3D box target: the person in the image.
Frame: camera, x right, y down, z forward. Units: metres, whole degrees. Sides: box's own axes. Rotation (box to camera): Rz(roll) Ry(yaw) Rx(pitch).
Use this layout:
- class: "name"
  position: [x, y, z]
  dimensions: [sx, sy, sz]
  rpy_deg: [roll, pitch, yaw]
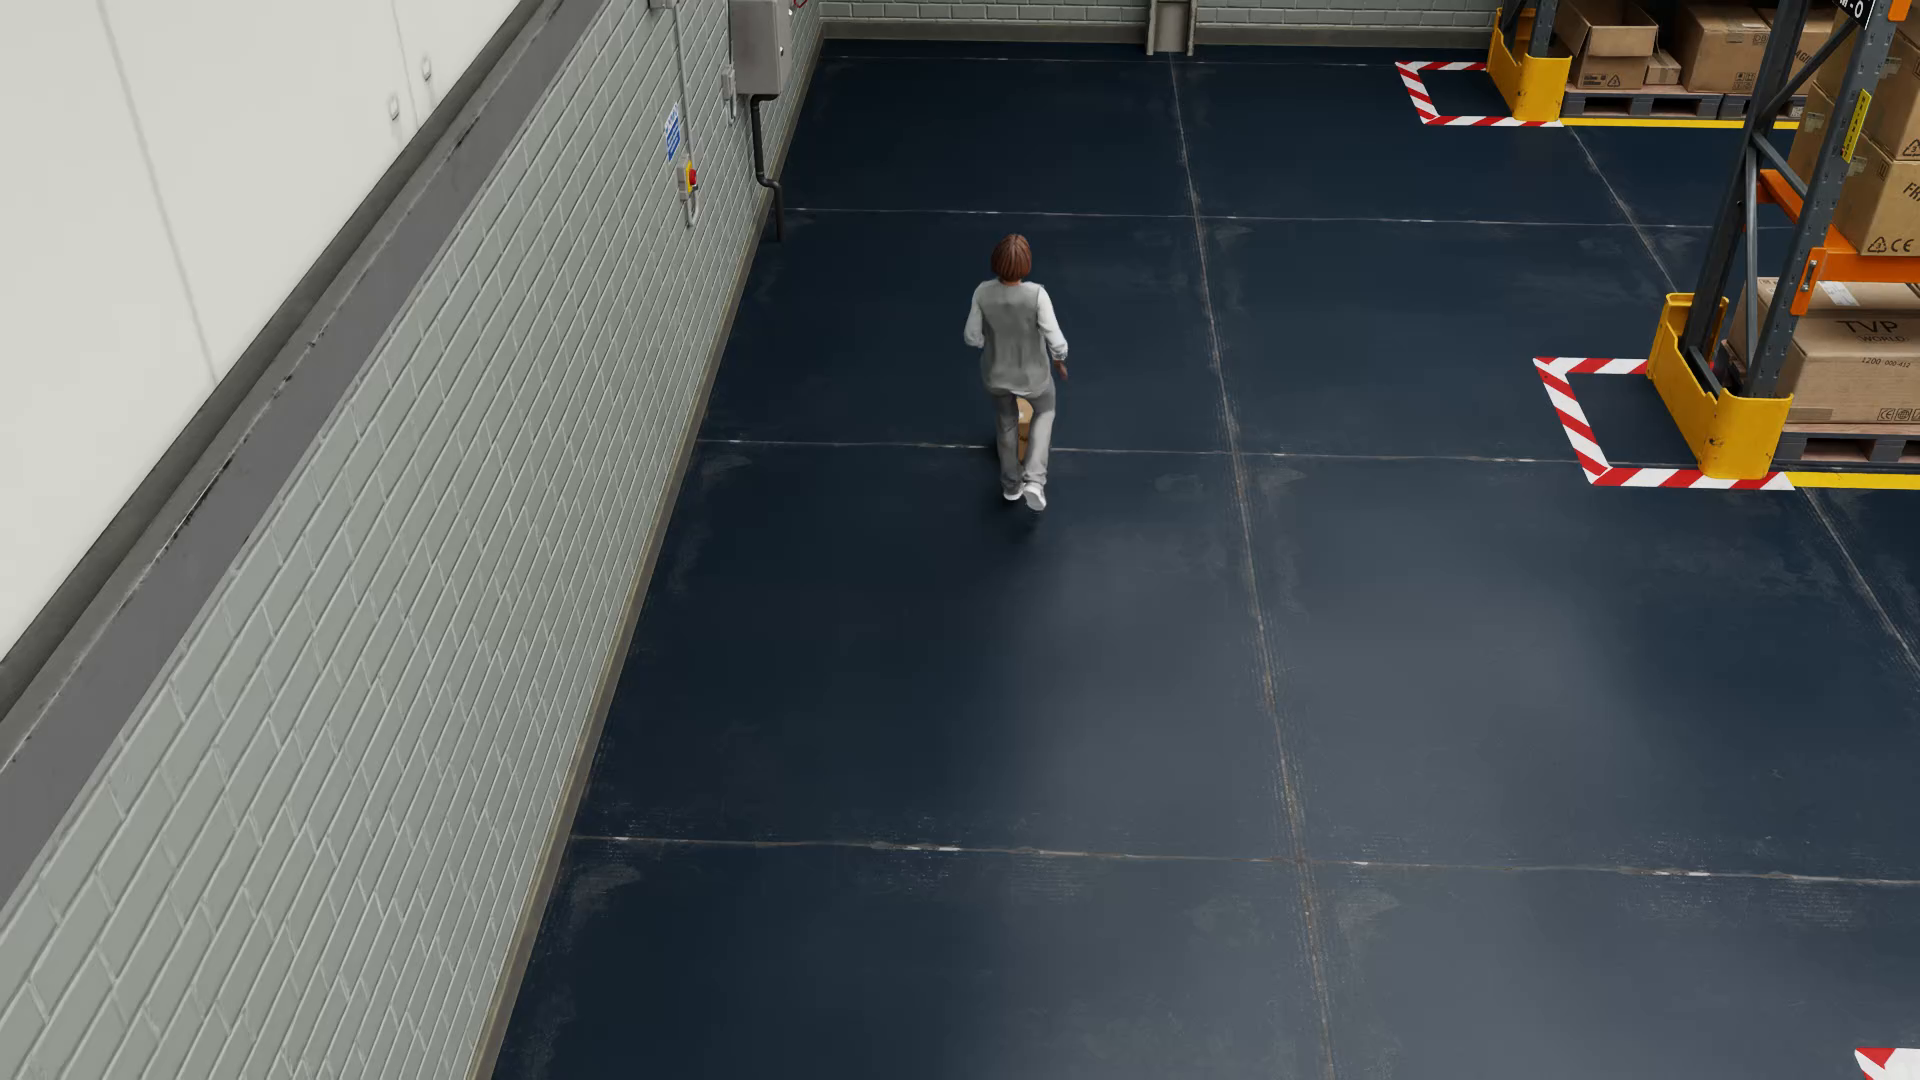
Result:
- class: "person"
  position: [0.292, -0.843, 8.293]
  dimensions: [0.528, 1.560, 0.468]
  rpy_deg: [7, 37, 9]
